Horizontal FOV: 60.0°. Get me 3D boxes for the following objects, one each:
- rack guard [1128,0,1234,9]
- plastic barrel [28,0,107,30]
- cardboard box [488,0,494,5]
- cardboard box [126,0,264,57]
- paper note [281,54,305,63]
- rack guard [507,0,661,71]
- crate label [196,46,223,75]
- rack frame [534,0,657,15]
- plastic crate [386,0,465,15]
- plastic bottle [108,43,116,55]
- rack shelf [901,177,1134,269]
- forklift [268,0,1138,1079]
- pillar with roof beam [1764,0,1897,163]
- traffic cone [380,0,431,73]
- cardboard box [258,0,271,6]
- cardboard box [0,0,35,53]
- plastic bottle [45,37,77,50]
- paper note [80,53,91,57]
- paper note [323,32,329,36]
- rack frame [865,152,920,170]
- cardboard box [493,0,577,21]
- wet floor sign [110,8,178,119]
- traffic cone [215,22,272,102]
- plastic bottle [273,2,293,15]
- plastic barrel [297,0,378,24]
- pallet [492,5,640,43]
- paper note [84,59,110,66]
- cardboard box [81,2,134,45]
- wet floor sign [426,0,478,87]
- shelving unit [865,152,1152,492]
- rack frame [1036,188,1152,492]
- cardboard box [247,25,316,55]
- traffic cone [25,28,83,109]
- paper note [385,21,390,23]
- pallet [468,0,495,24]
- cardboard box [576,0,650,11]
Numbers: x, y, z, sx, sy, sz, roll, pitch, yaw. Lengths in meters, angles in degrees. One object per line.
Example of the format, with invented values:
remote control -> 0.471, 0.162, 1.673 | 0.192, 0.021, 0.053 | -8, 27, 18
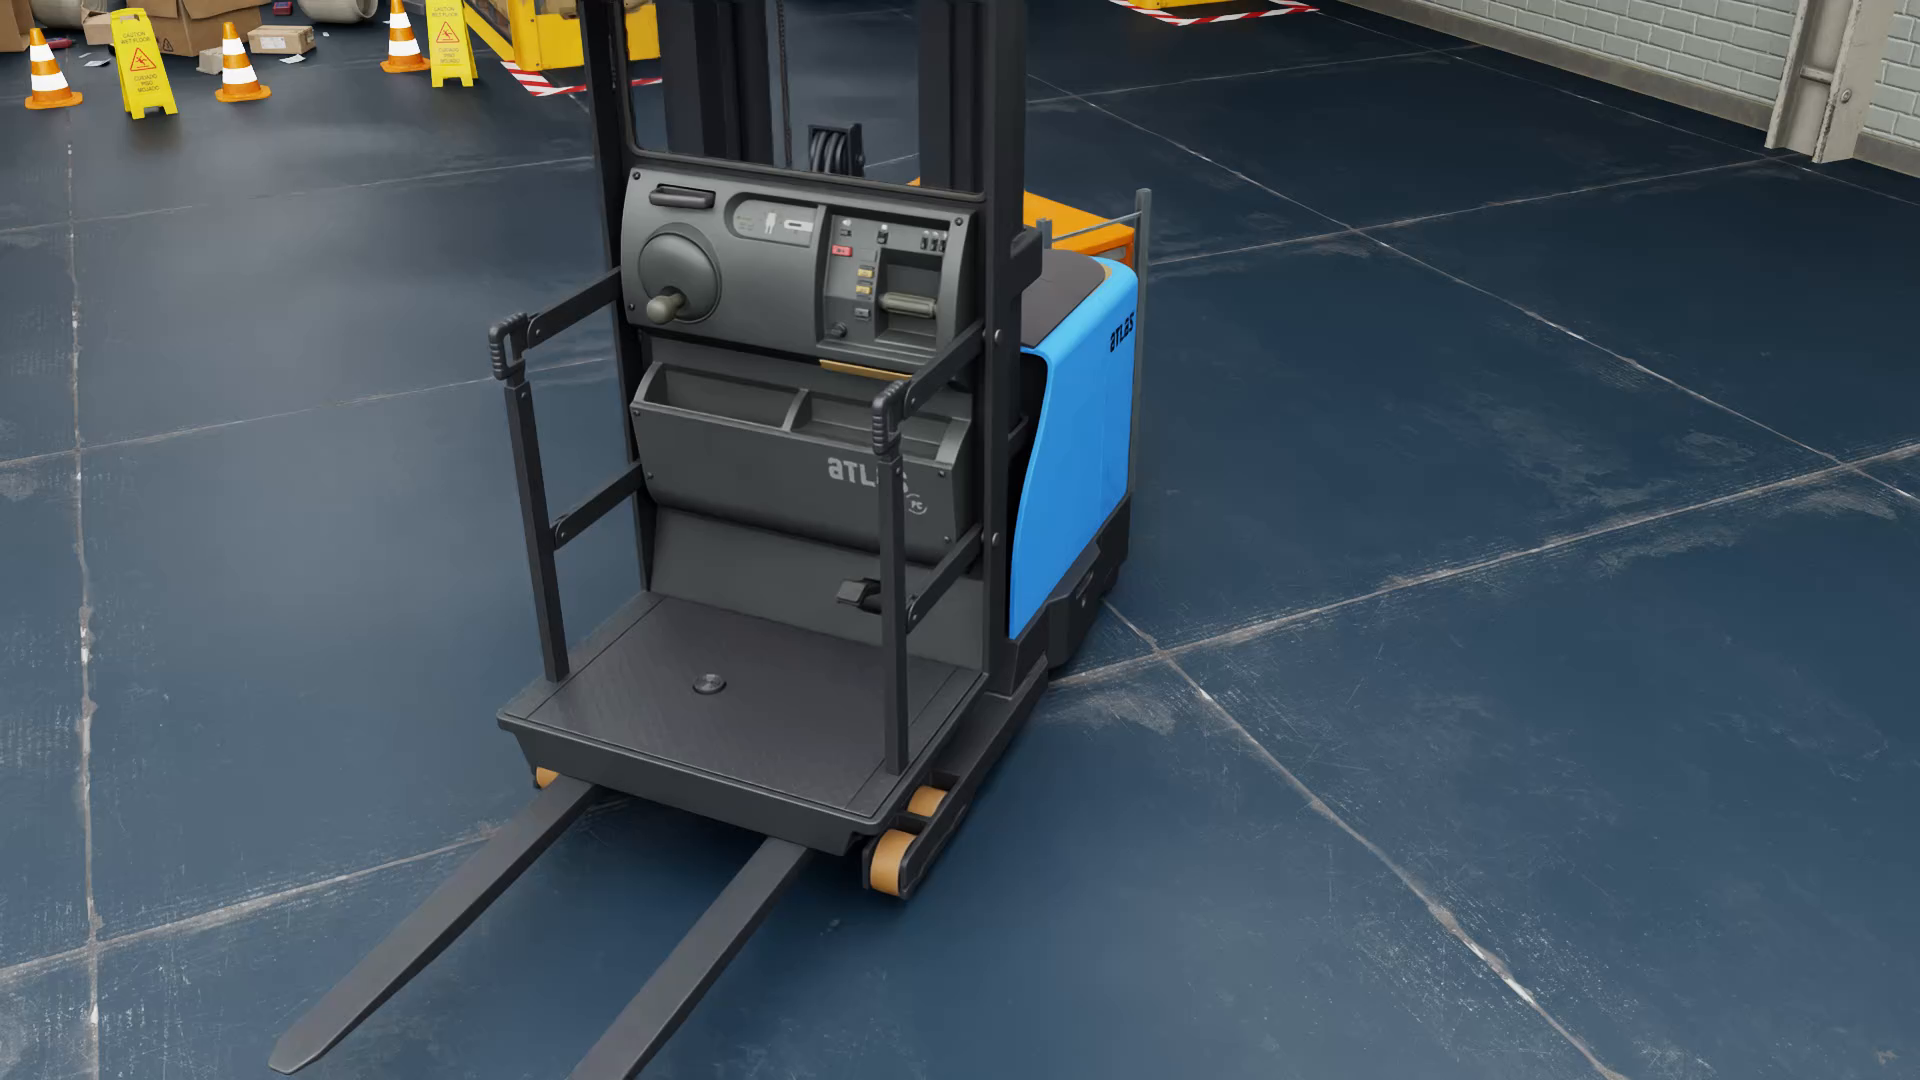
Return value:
rack guard -> 1.954, -4.664, 13.556 | 1.175, 0.500, 0.348 | -13, 32, -22
plastic barrel -> -6.809, -4.101, 12.631 | 0.512, 0.421, 0.421 | 7, 30, 13
cardboard box -> -3.343, -4.236, 12.619 | 0.500, 0.250, 0.500 | -13, 32, -22
cardboard box -> -5.578, -3.876, 12.148 | 0.637, 0.503, 0.797 | 13, 32, 21
paper note -> -4.741, -3.425, 11.828 | 0.142, 0.019, 0.148 | 26, 38, 38
rack guard -> -2.570, -3.664, 11.773 | 1.175, 0.500, 0.348 | -13, 32, -22
crate label -> -5.137, -3.342, 11.571 | 0.298, 0.136, 0.250 | 19, 34, 30
rack frame -> -2.537, -4.721, 11.102 | 1.000, 3.000, 0.127 | -13, 32, -22
plastic crate -> -4.321, -4.349, 13.423 | 0.583, 0.080, 0.402 | 26, 38, 38
plastic bottle -> -6.071, -3.556, 12.030 | 0.283, 0.061, 0.133 | 26, 38, 38
rack shelf -> 0.106, -1.040, 5.855 | 0.538, 0.278, 1.000 | -23, 37, -35
forklift -> -0.499, -0.626, 3.870 | 1.130, 2.935, 3.031 | 12, 31, 21
pillar with roof beam -> 1.147, -5.324, 6.044 | 9.100, 9.000, 0.400 | -13, 32, -22
traffic cone -> -3.887, -3.533, 11.578 | 0.336, 0.463, 0.334 | -13, 32, -22
cardboard box -> -5.843, -4.485, 13.476 | 0.396, 0.266, 0.258 | 13, 32, 21
cardboard box -> -7.089, -3.844, 12.092 | 0.500, 0.500, 0.500 | -8, 30, -13
plastic bottle -> -6.624, -3.626, 12.153 | 0.133, 0.061, 0.283 | 26, 38, 38
paper note -> -6.292, -3.486, 11.957 | 0.032, 0.001, 0.123 | 2, 29, 4
paper note -> -4.784, -3.815, 12.543 | 0.032, 0.001, 0.123 | -13, 32, -22
rack frame -> -0.227, -0.972, 6.334 | 0.500, 1.125, 0.032 | -23, 37, -35
cardboard box -> -3.138, -4.016, 12.227 | 0.500, 0.250, 0.500 | -13, 32, -22
wet floor sign -> -5.164, -3.013, 10.463 | 0.267, 0.644, 0.232 | -19, 35, -30
traffic cone -> -4.744, -3.150, 10.895 | 0.336, 0.463, 0.334 | -13, 32, -22
plastic bottle -> -5.394, -4.242, 13.253 | 0.133, 0.061, 0.283 | -8, 30, -13
plastic barrel -> -4.791, -4.192, 12.792 | 0.512, 0.421, 0.421 | 7, 30, 13
pallet -> -2.887, -3.904, 12.497 | 1.003, 0.211, 1.213 | -13, 32, -22
paper note -> -6.086, -3.372, 11.734 | 0.144, 0.017, 0.142 | -3, 29, -5
cardboard box -> -6.280, -3.839, 12.324 | 0.396, 0.266, 0.258 | -8, 30, -13
wet floor sign -> -3.422, -3.385, 11.128 | 0.267, 0.644, 0.232 | -3, 29, -5
shelving unit -> 0.106, -0.784, 5.999 | 0.538, 1.125, 1.048 | -23, 37, -35
rack frame -> 0.439, -0.596, 5.663 | 0.500, 1.125, 0.032 | -23, 37, -35
cardboard box -> -4.924, -3.632, 12.075 | 0.380, 0.149, 0.250 | 2, 29, 4
traffic cone -> -5.910, -3.063, 10.739 | 0.336, 0.463, 0.334 | -13, 32, -22
paper note -> -4.382, -4.032, 12.908 | 0.148, 0.019, 0.142 | 26, 38, 38
pallet -> -3.407, -4.443, 13.457 | 1.003, 0.211, 1.213 | -13, 32, -22
cardboard box -> -2.634, -4.119, 12.411 | 0.500, 0.250, 0.500 | -13, 32, -22
